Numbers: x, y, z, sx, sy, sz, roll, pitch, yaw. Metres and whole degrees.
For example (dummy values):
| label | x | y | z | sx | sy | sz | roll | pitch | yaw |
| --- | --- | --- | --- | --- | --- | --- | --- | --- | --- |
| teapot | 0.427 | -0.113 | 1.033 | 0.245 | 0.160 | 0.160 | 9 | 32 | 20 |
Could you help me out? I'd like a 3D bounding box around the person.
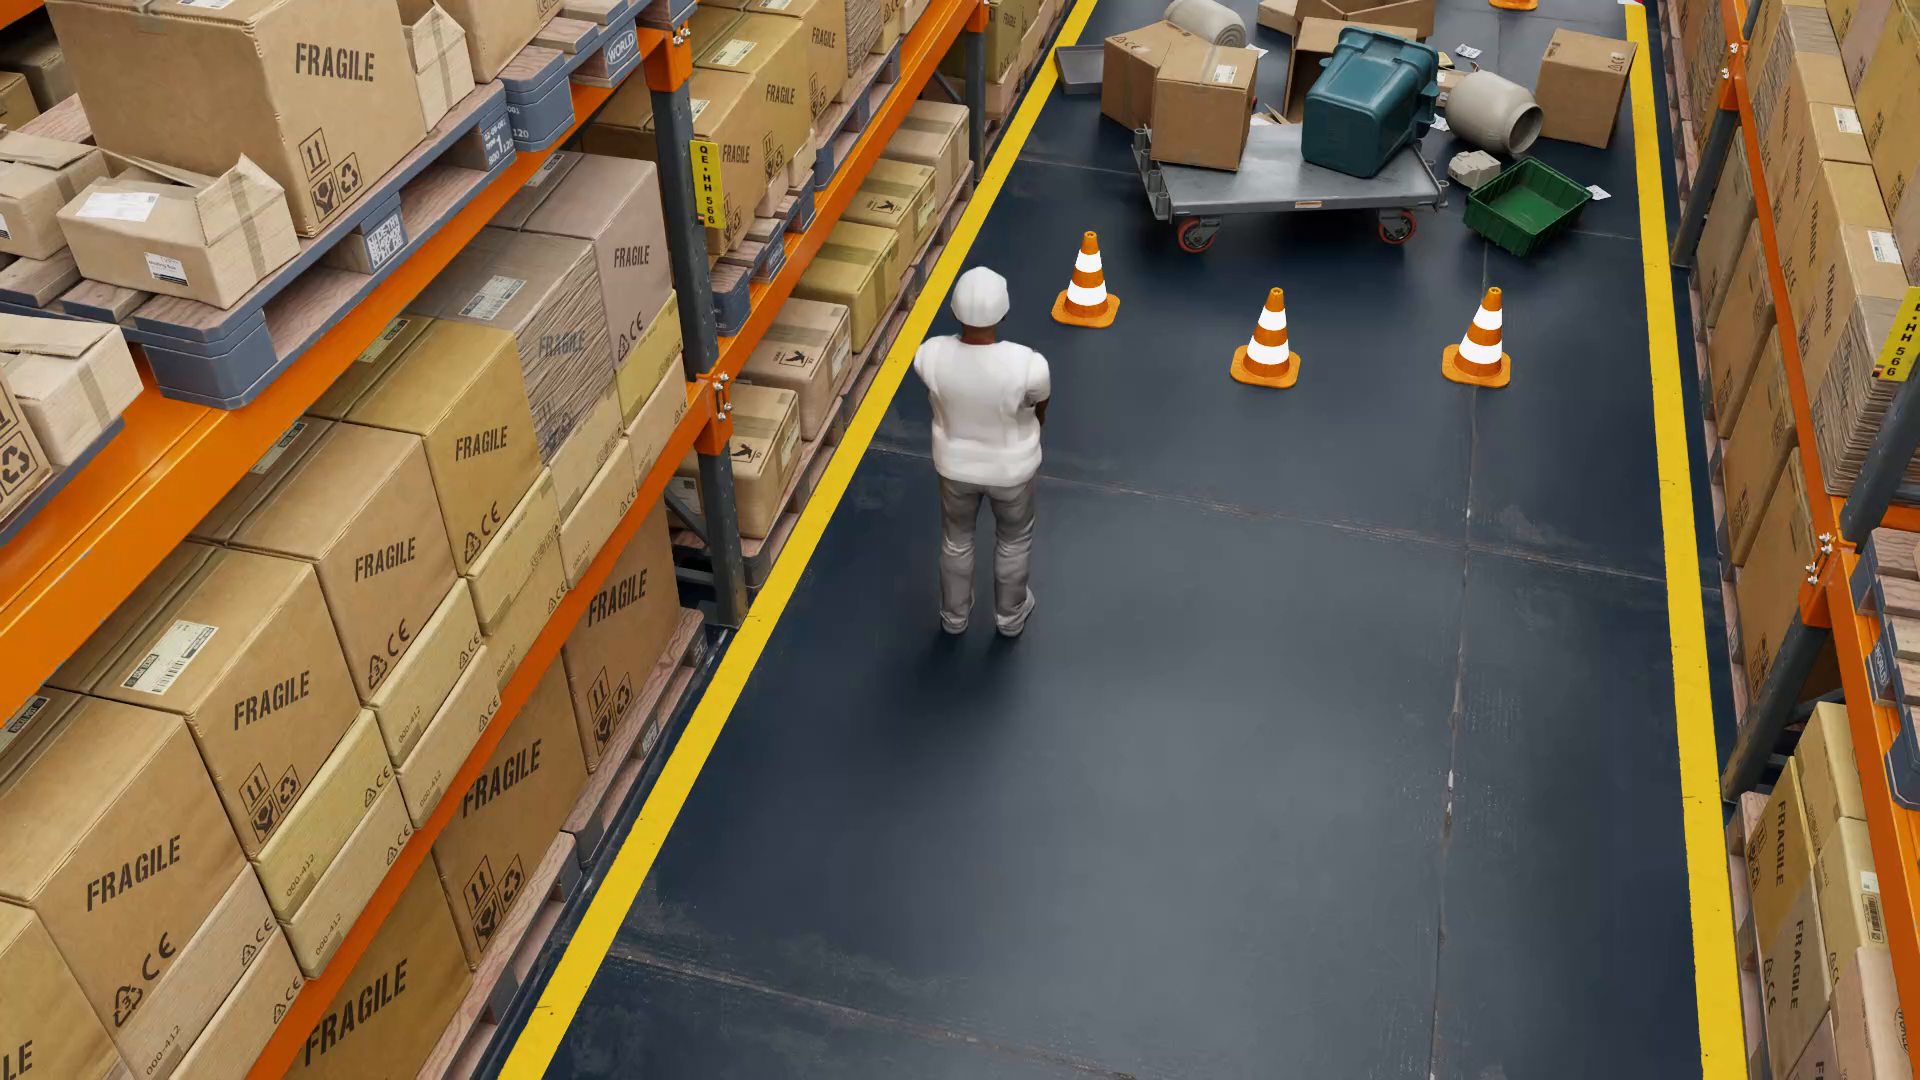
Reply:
| label | x | y | z | sx | sy | sz | roll | pitch | yaw |
| --- | --- | --- | --- | --- | --- | --- | --- | --- | --- |
| person | 0.113 | -0.373 | 6.575 | 0.504 | 1.761 | 0.578 | 9 | 42 | 10 |
